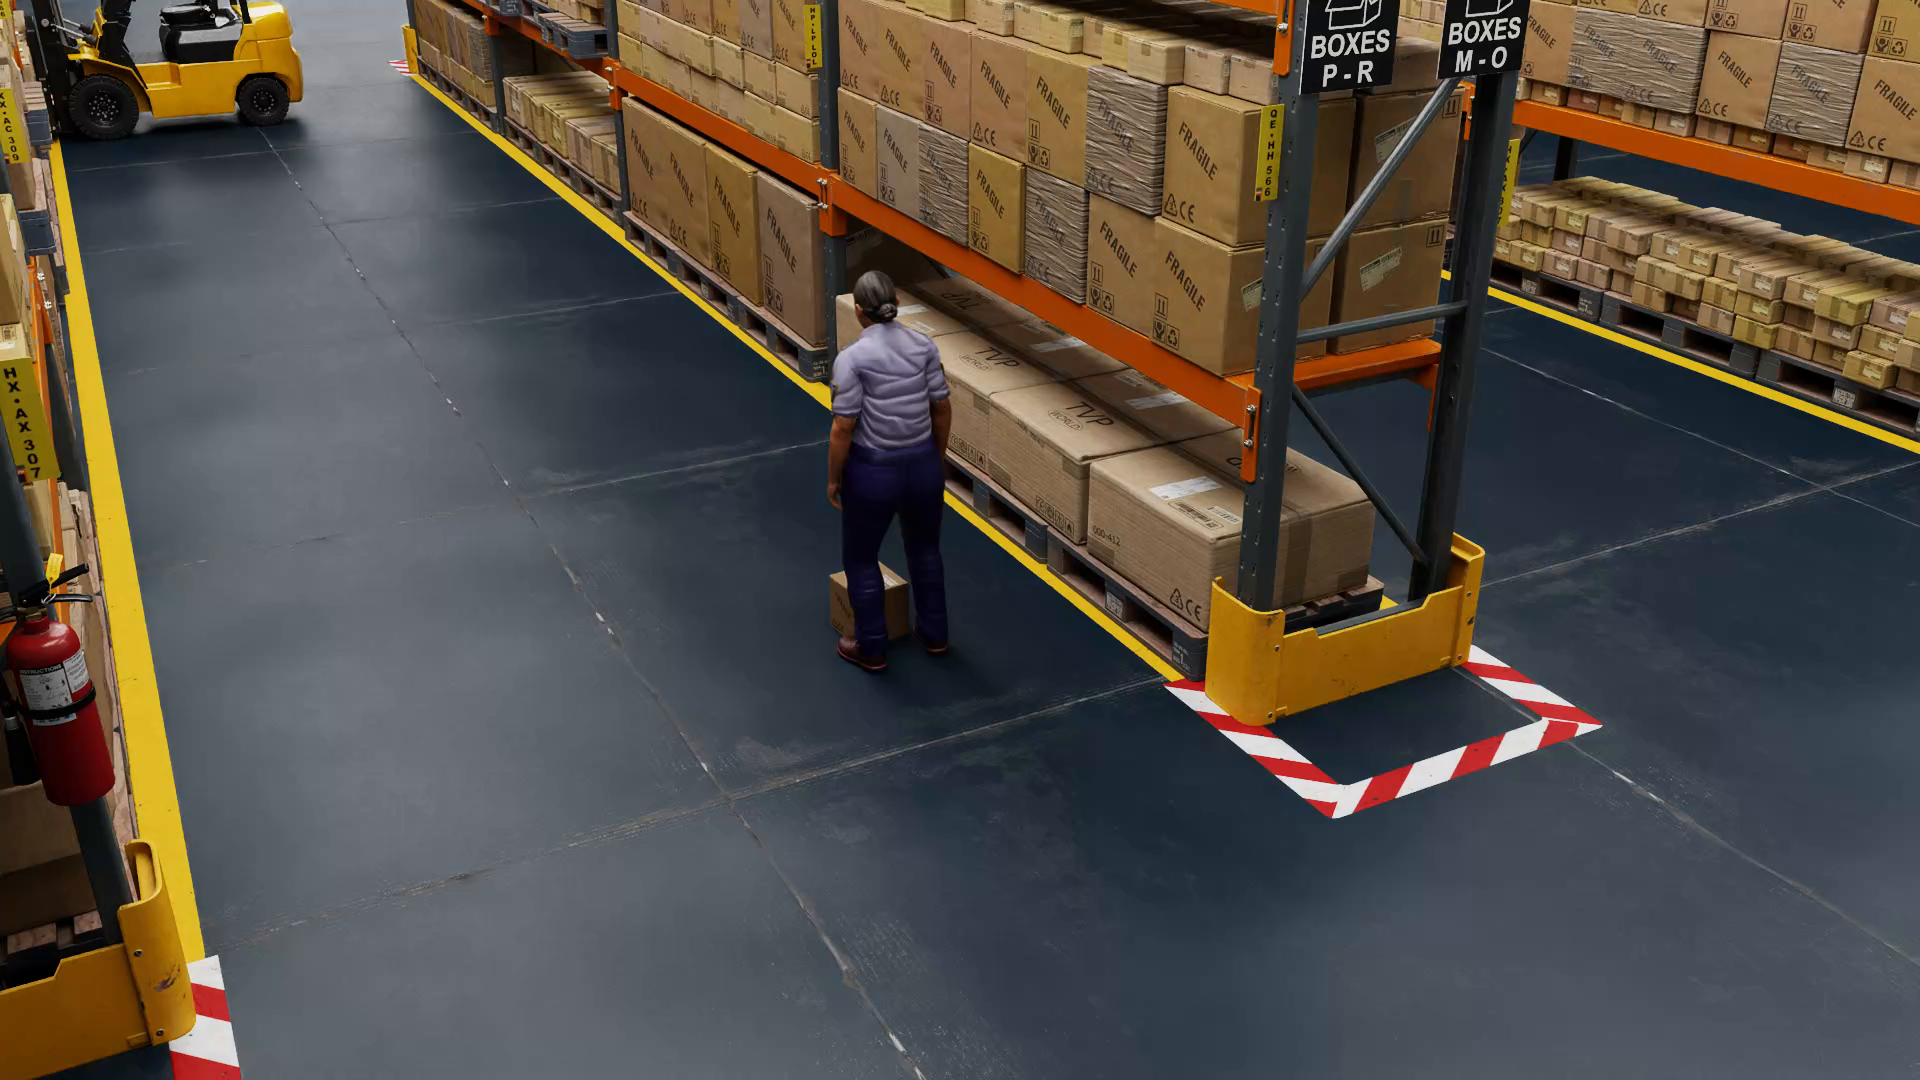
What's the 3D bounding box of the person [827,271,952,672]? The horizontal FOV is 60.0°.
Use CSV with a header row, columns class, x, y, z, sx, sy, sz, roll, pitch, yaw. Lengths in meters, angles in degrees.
class,x,y,z,sx,sy,sz,roll,pitch,yaw
person,-0.275,-0.262,6.663,0.538,1.652,0.371,-13,28,-25
